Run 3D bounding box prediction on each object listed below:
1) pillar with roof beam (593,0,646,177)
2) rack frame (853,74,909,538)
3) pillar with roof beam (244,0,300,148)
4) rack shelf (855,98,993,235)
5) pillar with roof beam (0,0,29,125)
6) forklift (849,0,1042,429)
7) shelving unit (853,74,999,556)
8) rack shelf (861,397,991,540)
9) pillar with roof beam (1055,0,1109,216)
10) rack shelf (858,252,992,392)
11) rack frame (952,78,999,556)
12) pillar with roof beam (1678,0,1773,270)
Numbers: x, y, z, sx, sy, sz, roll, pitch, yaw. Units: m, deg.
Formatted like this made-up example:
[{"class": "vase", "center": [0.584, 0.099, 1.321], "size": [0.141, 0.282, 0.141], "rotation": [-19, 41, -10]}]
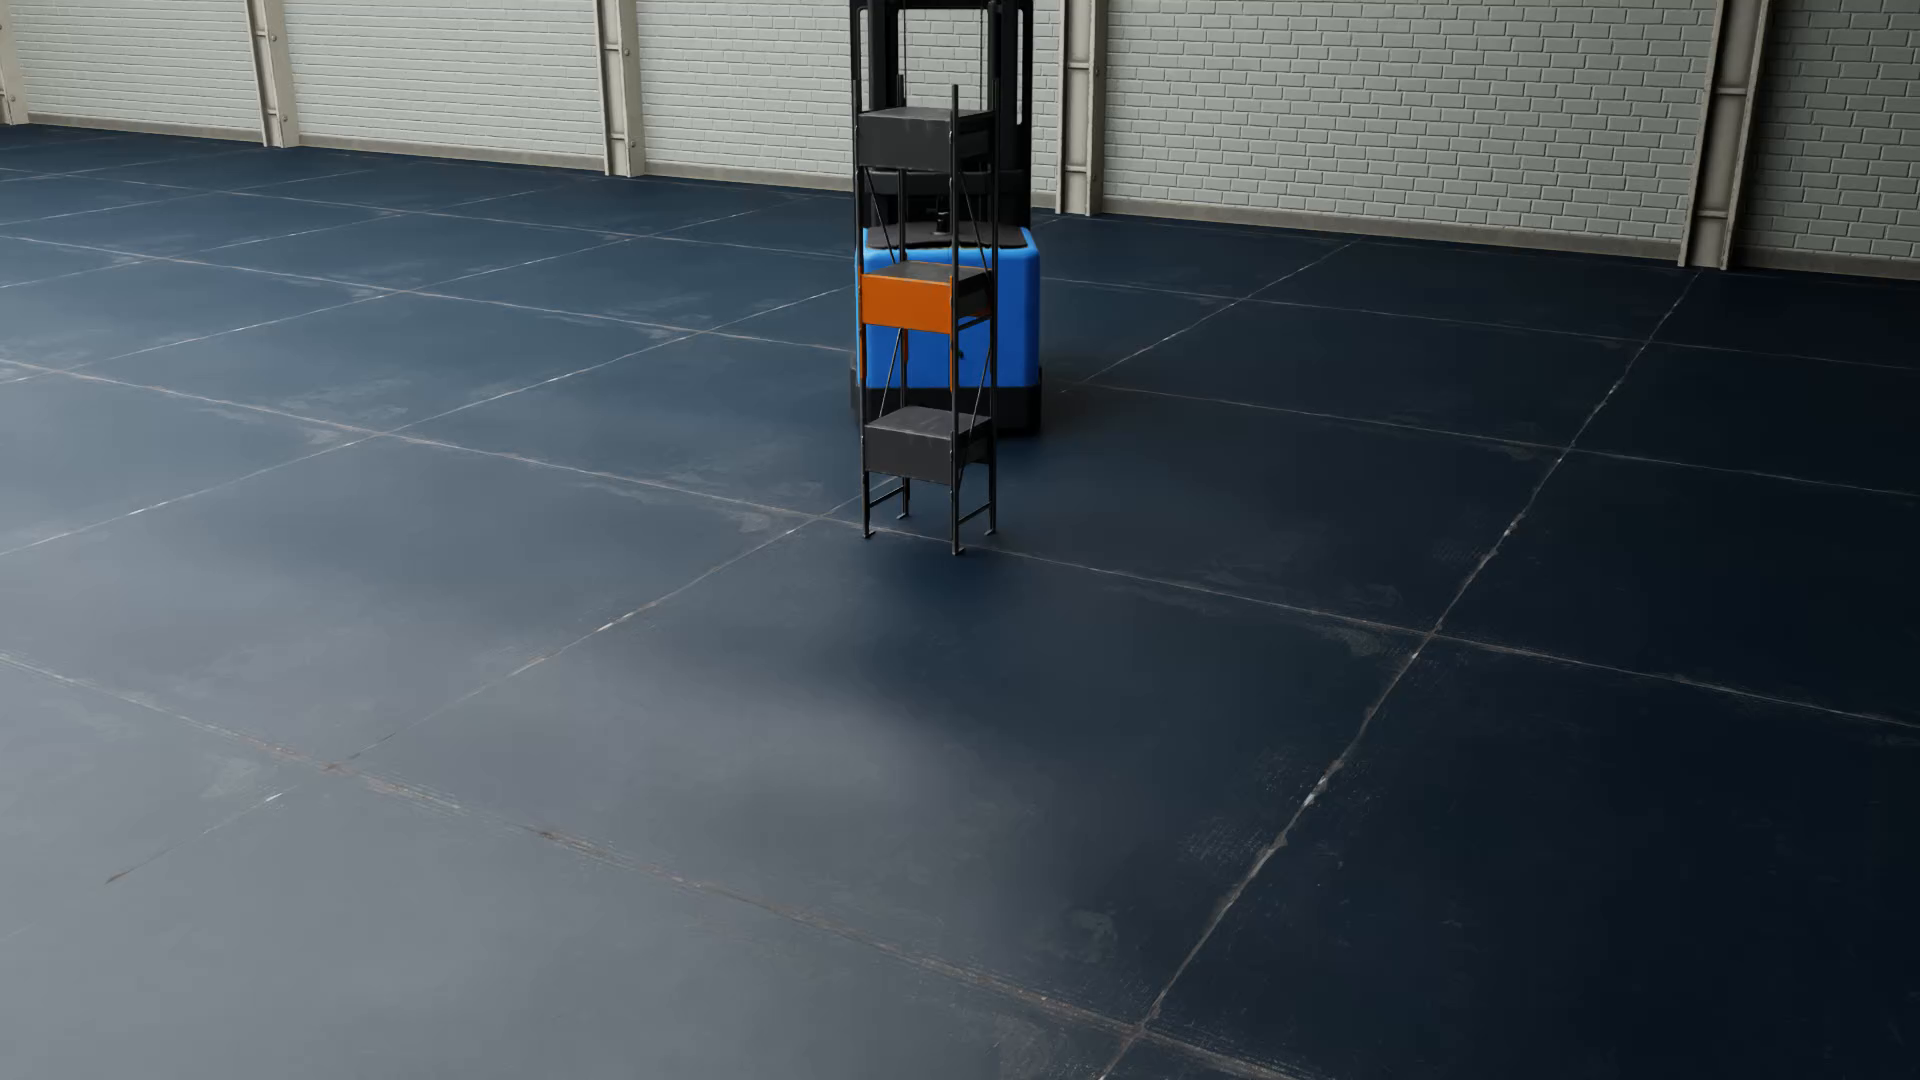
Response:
[{"class": "pillar with roof beam", "center": [-6.106, -7.333, 14.885], "size": [0.400, 9.000, 9.100], "rotation": [11, 23, 27]}, {"class": "rack frame", "center": [-0.358, -1.055, 7.695], "size": [0.015, 2.100, 0.400], "rotation": [11, 23, 27]}, {"class": "pillar with roof beam", "center": [-11.345, -8.331, 17.636], "size": [0.400, 9.000, 9.100], "rotation": [11, 23, 27]}, {"class": "rack shelf", "center": [-0.145, -1.660, 7.349], "size": [0.480, 0.518, 0.431], "rotation": [11, 23, 27]}, {"class": "pillar with roof beam", "center": [-16.583, -9.329, 20.386], "size": [0.400, 9.000, 9.100], "rotation": [11, 23, 27]}, {"class": "forklift", "center": [-0.119, -2.450, 10.322], "size": [1.130, 2.935, 3.031], "rotation": [-1, 20, -2]}, {"class": "shelving unit", "center": [-0.145, -1.015, 7.583], "size": [0.503, 2.100, 0.431], "rotation": [11, 23, 27]}, {"class": "rack shelf", "center": [-0.145, -0.344, 7.826], "size": [0.480, 0.518, 0.431], "rotation": [11, 23, 27]}, {"class": "pillar with roof beam", "center": [-0.868, -6.335, 12.134], "size": [0.400, 9.000, 9.100], "rotation": [11, 23, 27]}, {"class": "rack shelf", "center": [-0.145, -1.002, 7.588], "size": [0.480, 0.518, 0.431], "rotation": [11, 23, 27]}, {"class": "rack frame", "center": [0.069, -0.974, 7.471], "size": [0.015, 2.100, 0.400], "rotation": [11, 23, 27]}, {"class": "pillar with roof beam", "center": [4.370, -5.338, 9.383], "size": [0.400, 9.000, 9.100], "rotation": [11, 23, 27]}]
